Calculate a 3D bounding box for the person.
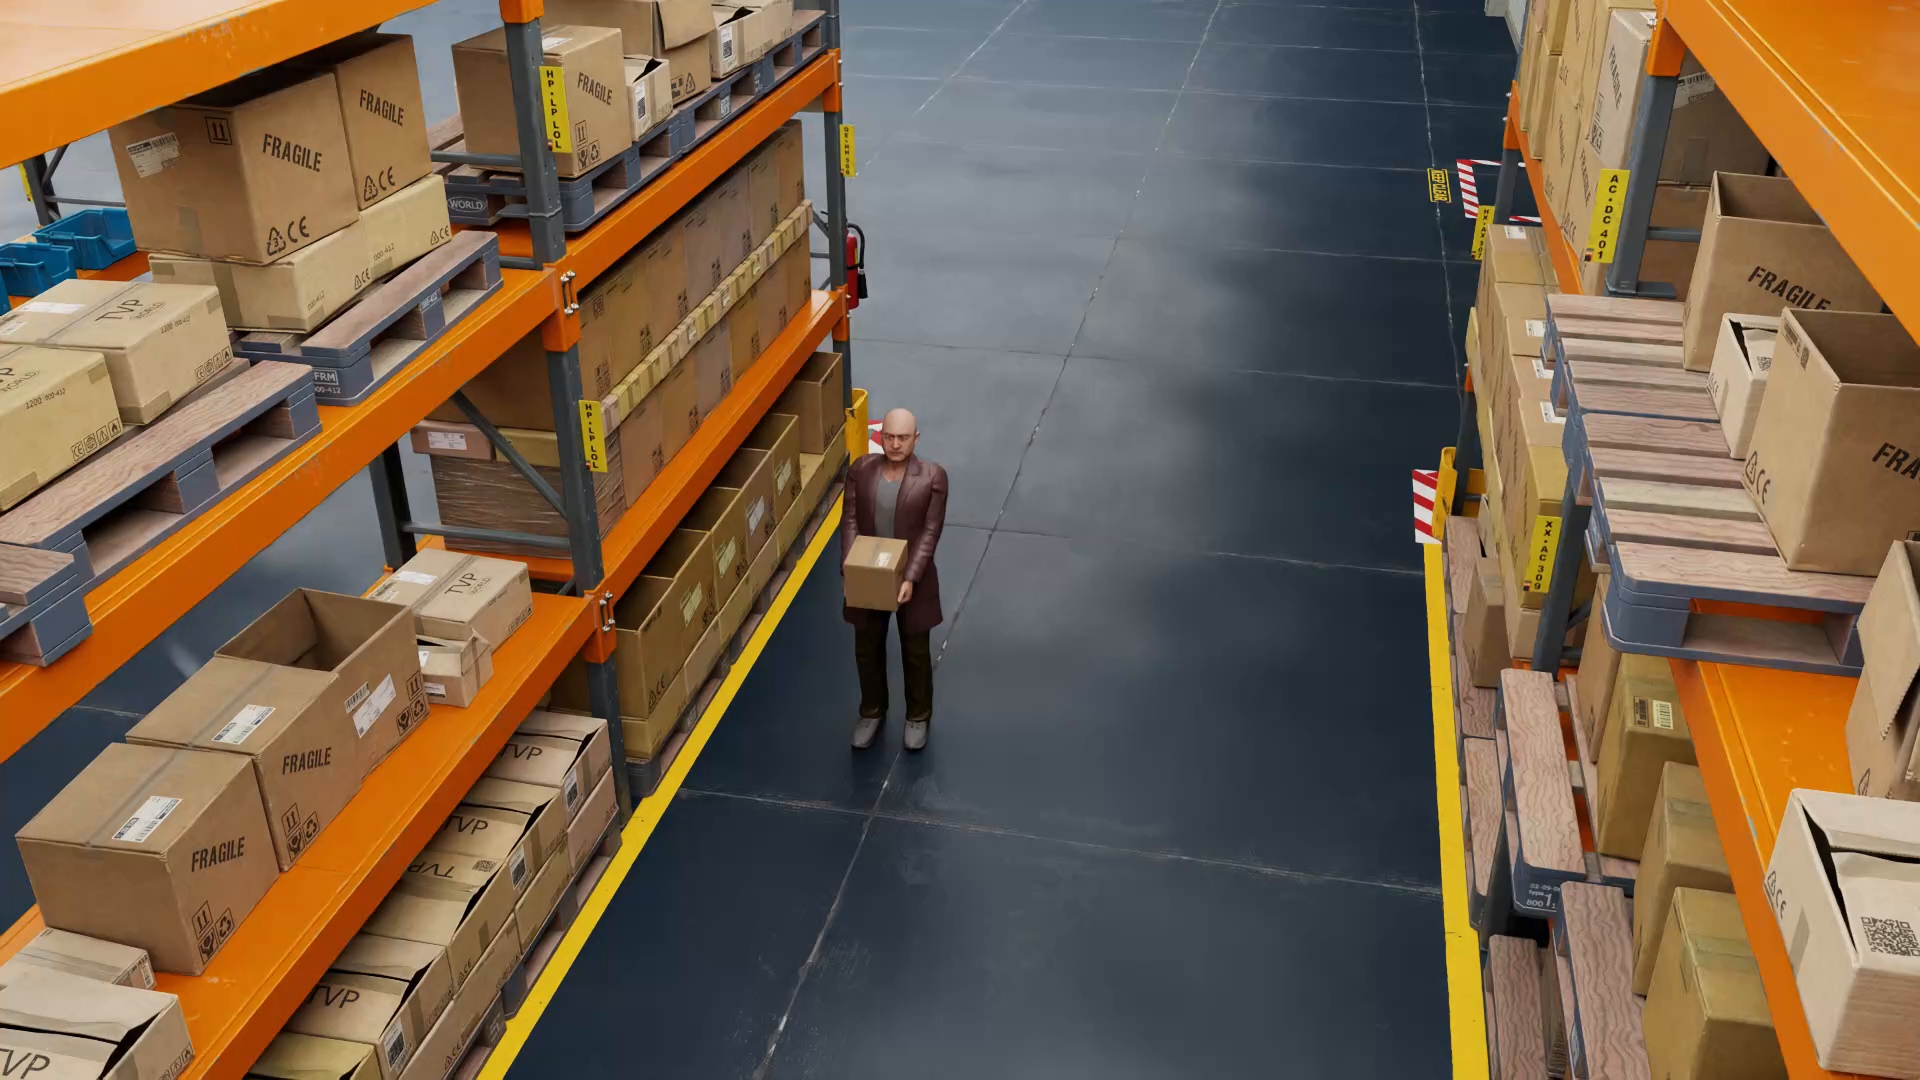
[{"bbox_3d":[-0.346,0.240,8.201,0.527,1.769,0.562,6,29,11],"label":"person"}]
